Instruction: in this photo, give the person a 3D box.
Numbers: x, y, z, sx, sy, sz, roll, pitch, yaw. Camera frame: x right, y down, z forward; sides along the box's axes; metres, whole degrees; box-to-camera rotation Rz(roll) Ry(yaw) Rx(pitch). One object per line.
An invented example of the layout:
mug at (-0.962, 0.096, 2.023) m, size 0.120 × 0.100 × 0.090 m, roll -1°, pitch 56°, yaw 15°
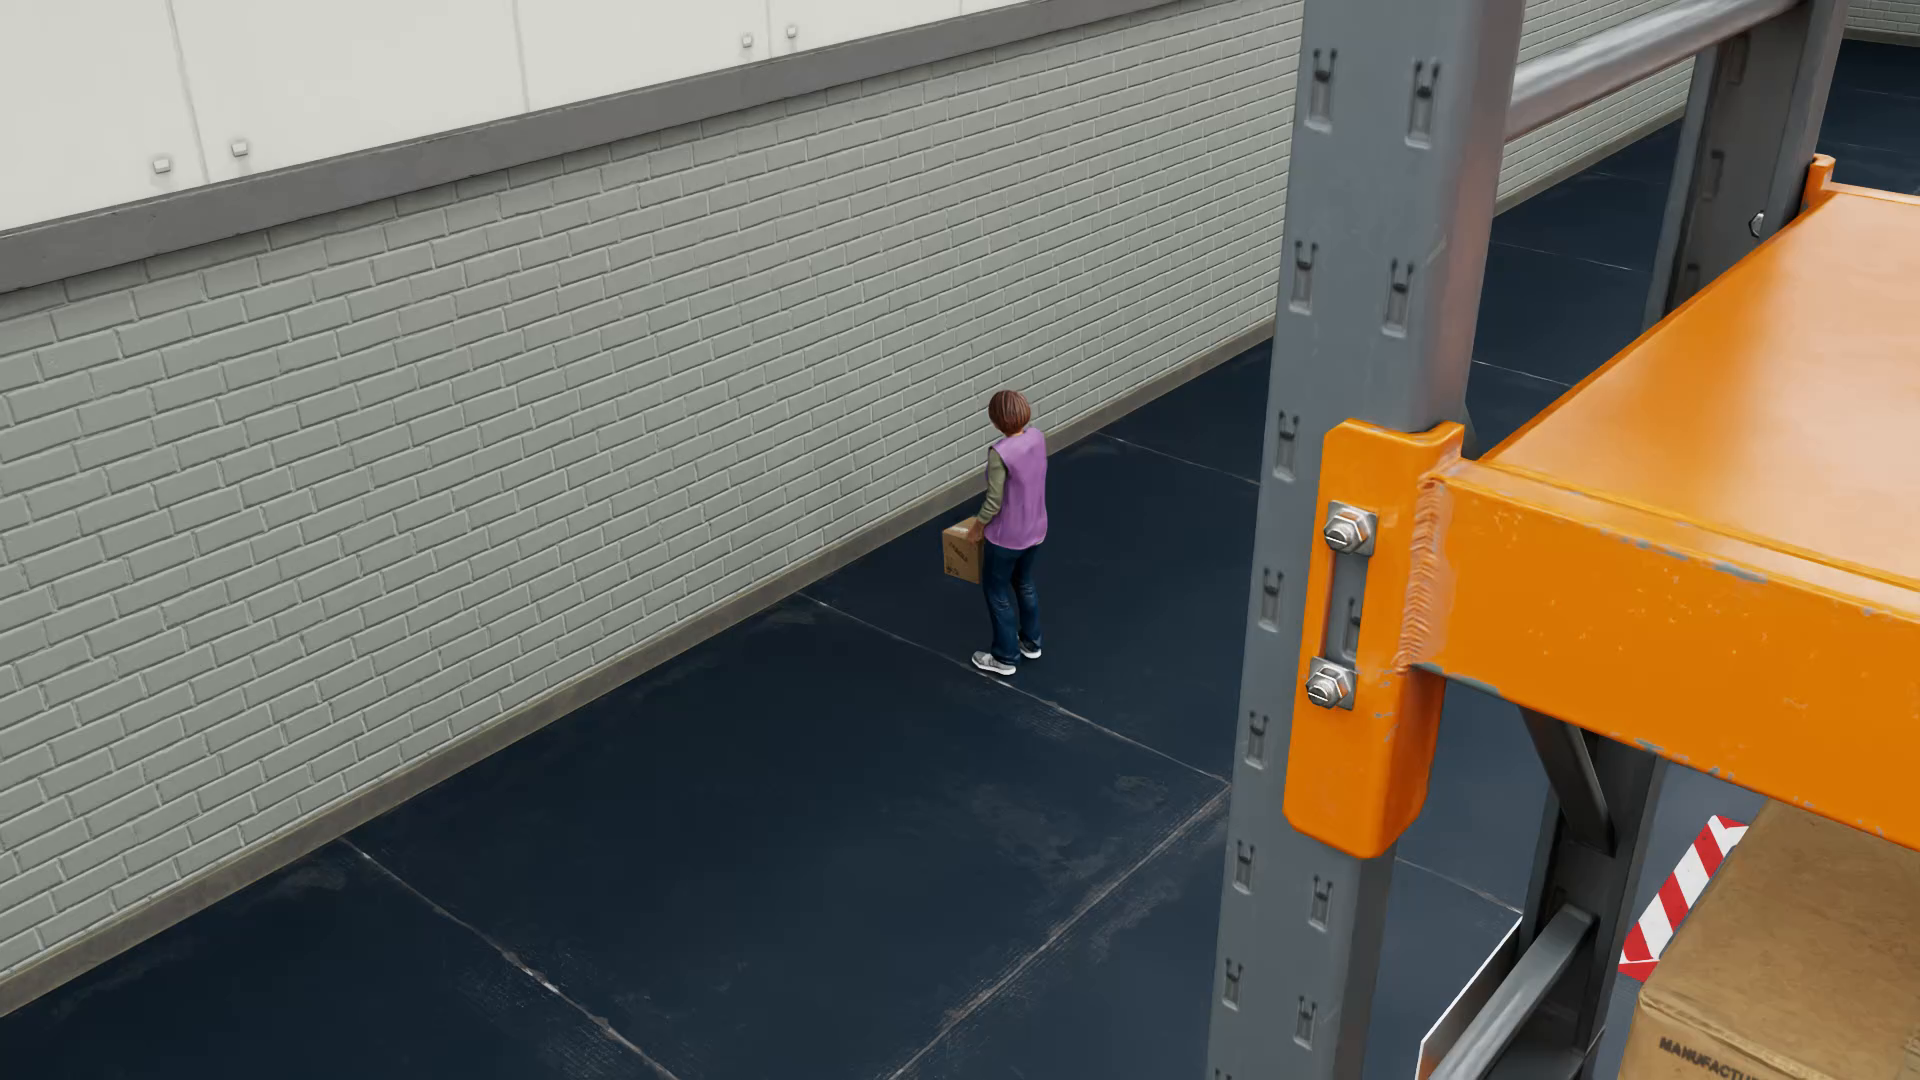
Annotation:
person at (0.266, -0.039, 8.698) m, size 0.347 × 1.600 × 0.447 m, roll 22°, pitch 35°, yaw 36°
